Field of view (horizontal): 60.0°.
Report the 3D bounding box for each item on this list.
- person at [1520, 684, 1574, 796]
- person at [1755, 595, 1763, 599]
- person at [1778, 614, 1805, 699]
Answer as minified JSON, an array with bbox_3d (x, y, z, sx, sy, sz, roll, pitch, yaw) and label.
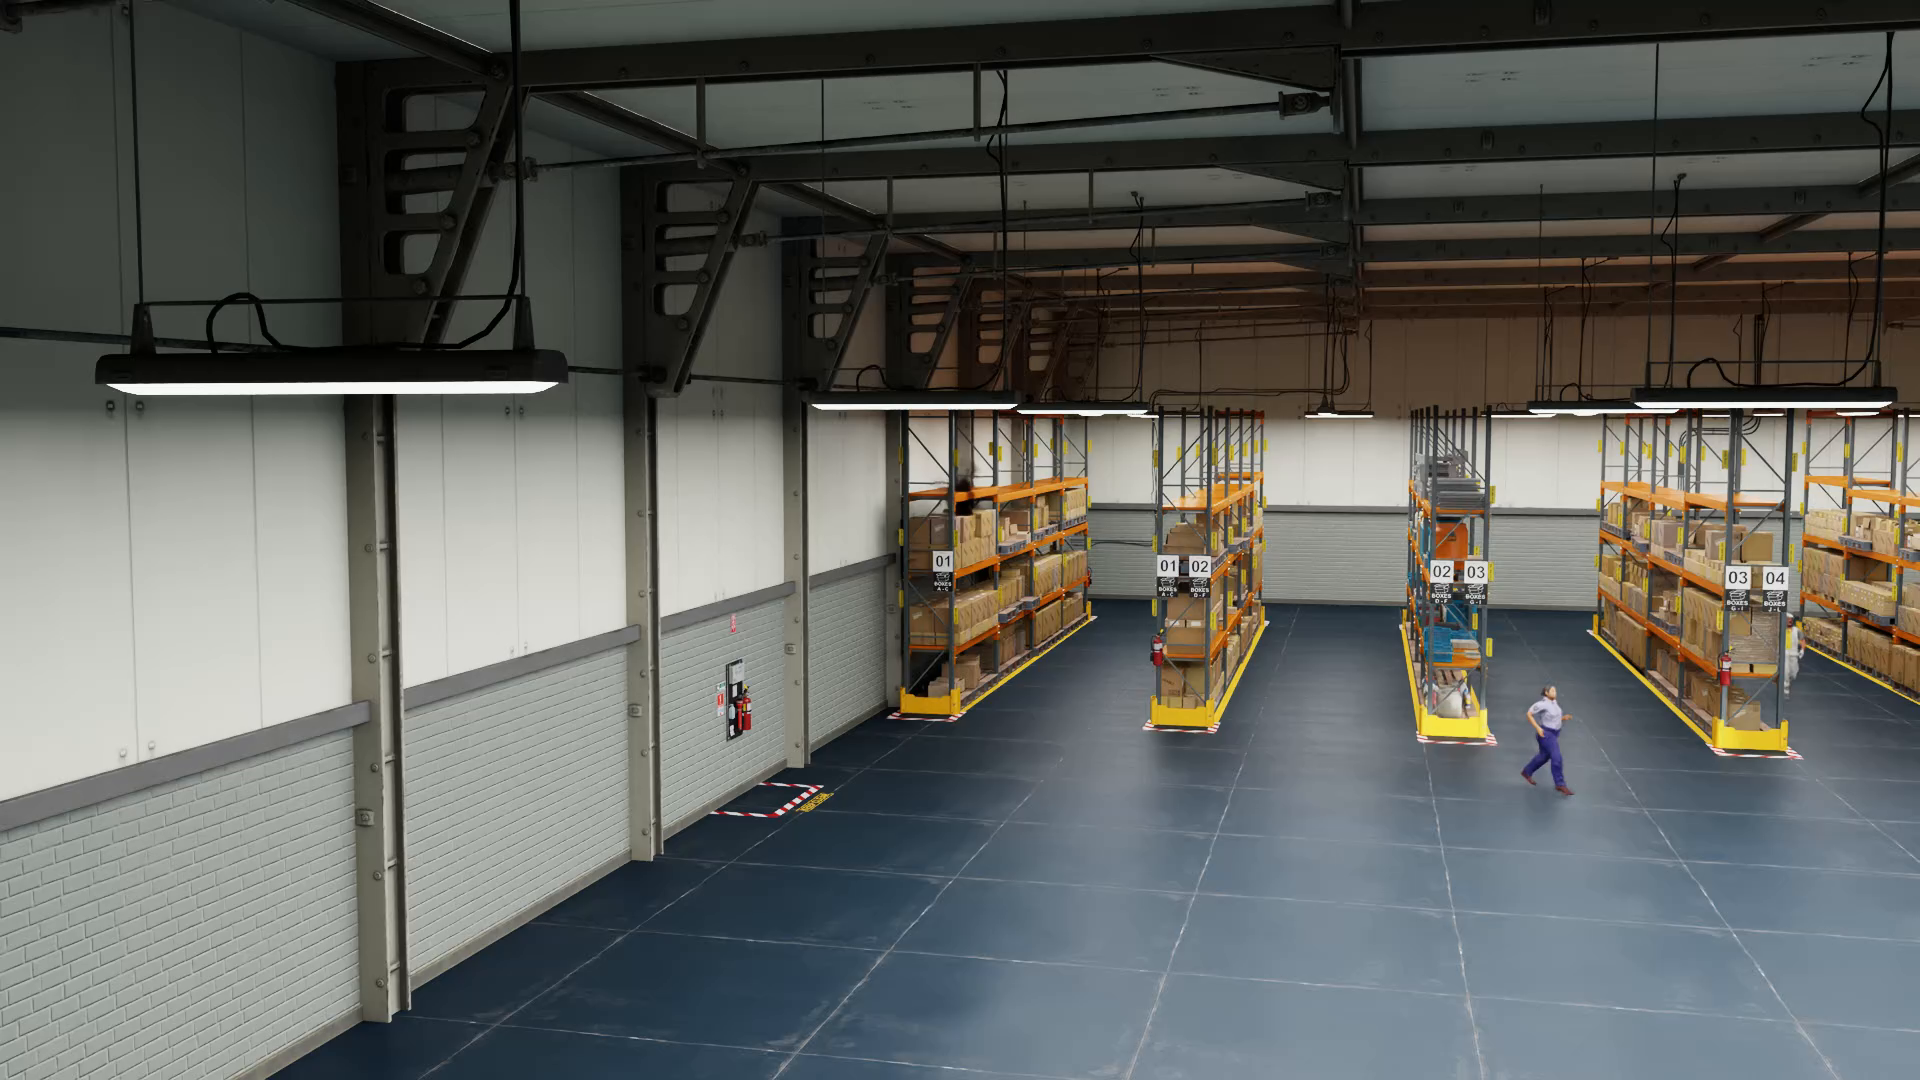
[{"bbox_3d":[9.059,3.054,25.630,0.895,1.658,0.594,3,5,38],"label":"person"},{"bbox_3d":[20.472,1.826,42.937,0.582,1.692,0.676,2,5,27],"label":"person"},{"bbox_3d":[17.126,2.384,34.448,0.684,1.747,0.678,1,4,12],"label":"person"}]
